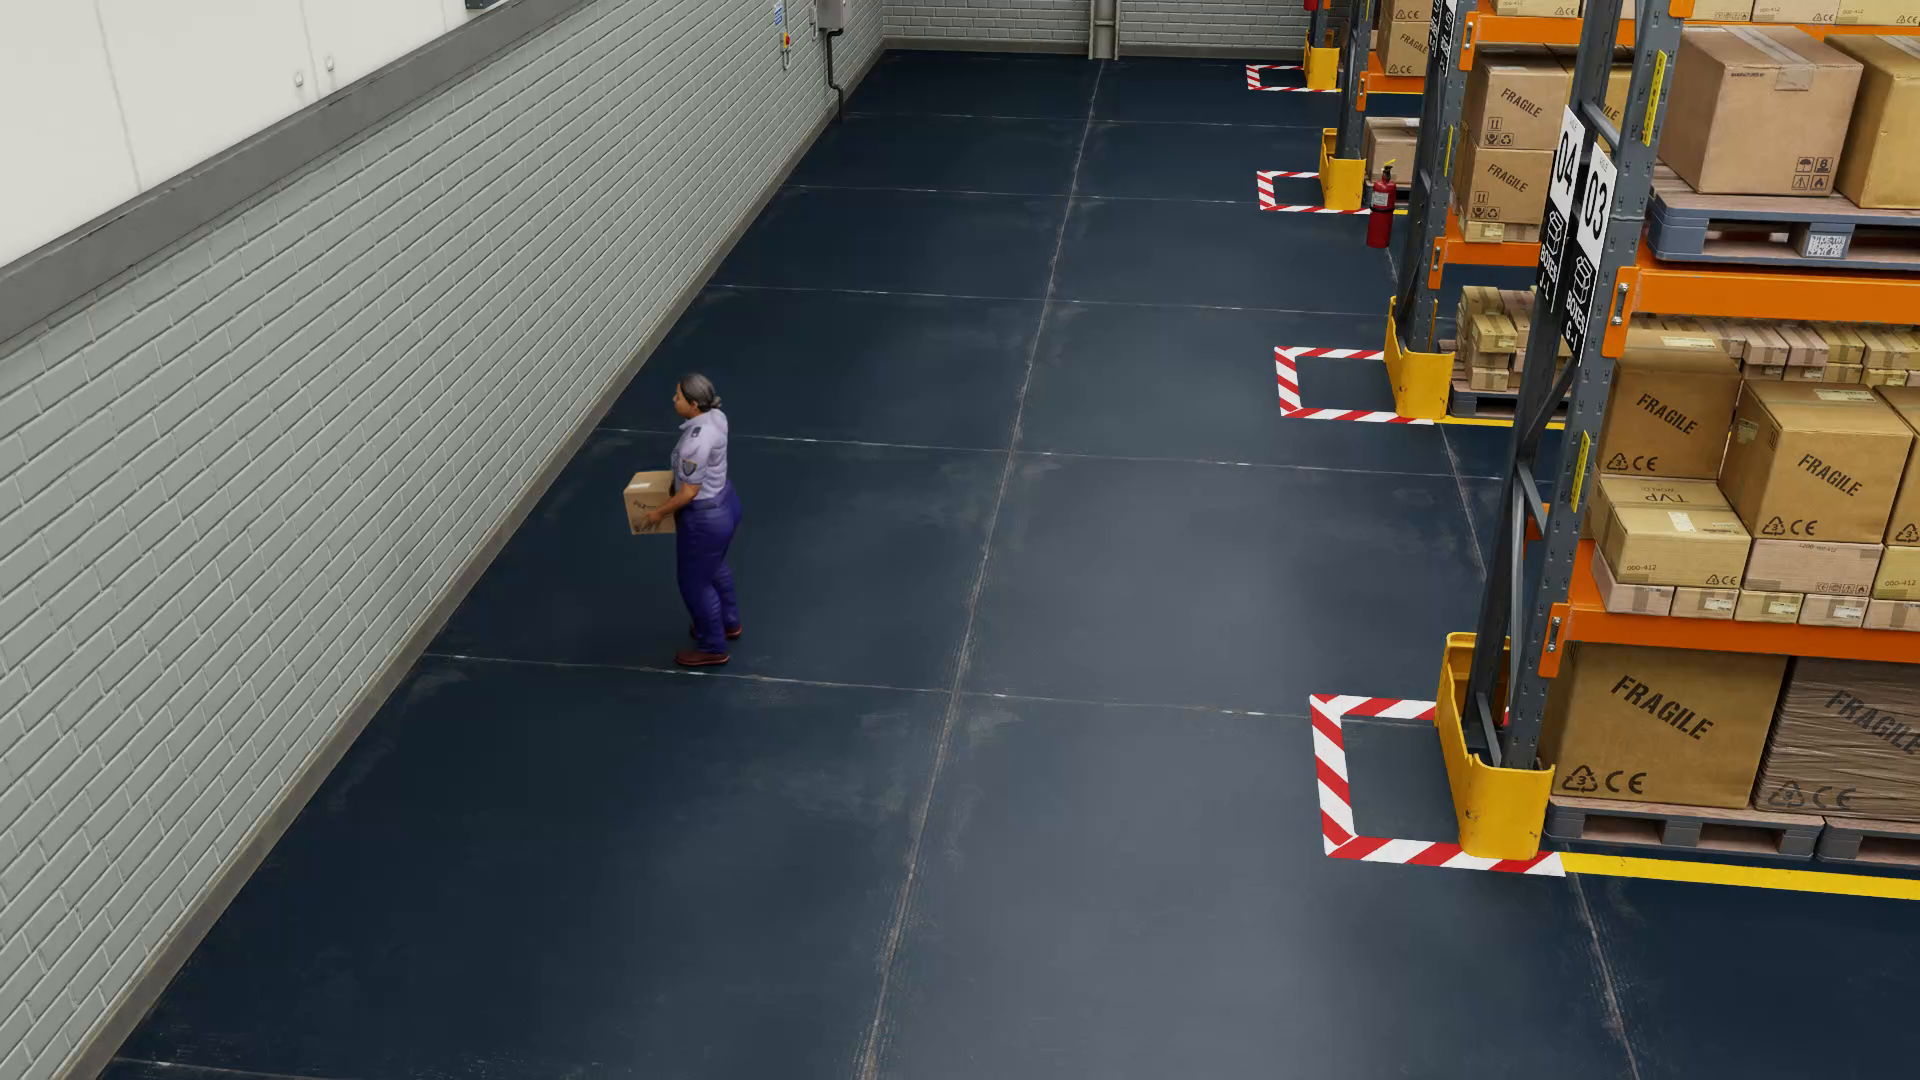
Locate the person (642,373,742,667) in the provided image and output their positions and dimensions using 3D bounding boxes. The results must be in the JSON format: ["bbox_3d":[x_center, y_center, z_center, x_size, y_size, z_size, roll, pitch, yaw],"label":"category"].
[{"bbox_3d":[-1.420,-0.124,8.857,0.476,1.654,0.487,3,29,6],"label":"person"}]
